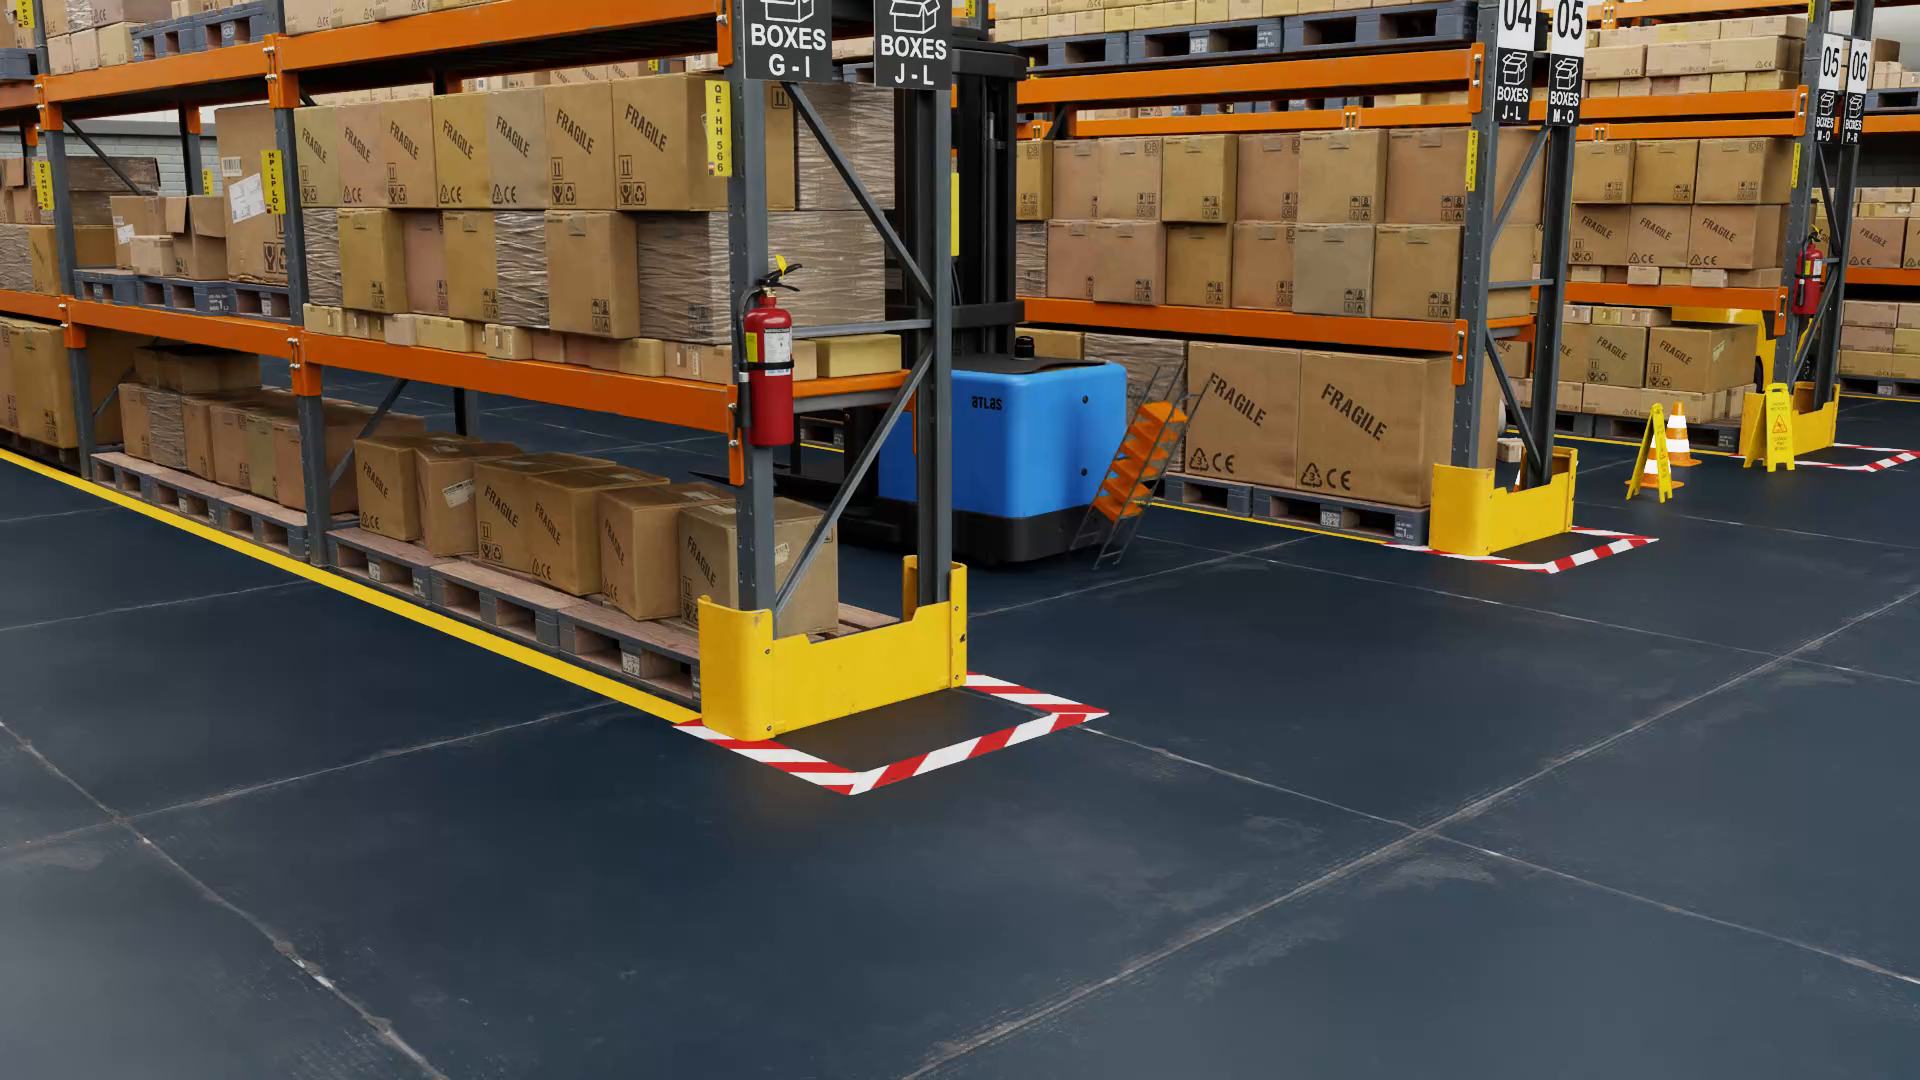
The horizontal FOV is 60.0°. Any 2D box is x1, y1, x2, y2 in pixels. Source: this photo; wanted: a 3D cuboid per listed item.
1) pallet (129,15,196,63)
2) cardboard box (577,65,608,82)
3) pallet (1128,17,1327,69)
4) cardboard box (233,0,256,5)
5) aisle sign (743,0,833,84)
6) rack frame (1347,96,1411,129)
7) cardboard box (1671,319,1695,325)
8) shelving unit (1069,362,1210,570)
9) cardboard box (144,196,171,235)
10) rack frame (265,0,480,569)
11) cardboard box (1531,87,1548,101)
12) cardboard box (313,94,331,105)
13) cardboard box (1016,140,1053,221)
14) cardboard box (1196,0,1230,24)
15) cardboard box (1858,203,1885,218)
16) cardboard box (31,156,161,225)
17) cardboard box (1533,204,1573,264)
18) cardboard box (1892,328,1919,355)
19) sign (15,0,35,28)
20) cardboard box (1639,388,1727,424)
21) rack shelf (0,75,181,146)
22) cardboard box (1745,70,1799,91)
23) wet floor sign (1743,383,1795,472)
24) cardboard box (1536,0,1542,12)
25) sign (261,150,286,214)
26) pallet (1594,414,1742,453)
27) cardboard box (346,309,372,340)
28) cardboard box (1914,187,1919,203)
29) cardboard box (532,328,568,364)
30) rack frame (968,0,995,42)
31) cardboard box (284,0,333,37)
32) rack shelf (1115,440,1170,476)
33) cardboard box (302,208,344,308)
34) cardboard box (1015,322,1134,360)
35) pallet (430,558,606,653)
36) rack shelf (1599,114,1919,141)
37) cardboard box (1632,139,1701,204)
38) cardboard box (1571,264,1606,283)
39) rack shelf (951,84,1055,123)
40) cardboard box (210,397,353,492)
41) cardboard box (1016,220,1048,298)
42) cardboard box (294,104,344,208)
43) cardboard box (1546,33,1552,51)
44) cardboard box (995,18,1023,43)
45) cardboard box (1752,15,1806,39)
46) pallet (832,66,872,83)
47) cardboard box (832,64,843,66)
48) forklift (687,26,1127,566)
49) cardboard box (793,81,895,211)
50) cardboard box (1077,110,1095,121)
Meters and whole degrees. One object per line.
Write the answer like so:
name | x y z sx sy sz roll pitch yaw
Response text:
pallet | -4.265 -3.020 10.166 1.213 0.211 1.003 -11 16 -43
cardboard box | -3.235 -4.284 15.589 0.500 0.500 0.500 -11 16 -43
pallet | 1.856 -3.190 10.746 1.003 0.211 1.213 -11 16 -43
cardboard box | -3.919 -3.119 9.474 0.396 0.266 0.258 -10 15 -41
aisle sign | -0.609 -2.025 5.865 0.394 0.787 0.004 -11 16 -43
rack frame | 3.970 -2.767 15.910 1.000 3.000 0.127 -11 16 -43
cardboard box | 5.994 -1.645 14.379 0.500 0.500 0.500 11 16 43
shelving unit | 0.958 -0.390 8.957 0.189 1.200 0.258 41 33 28
cardboard box | -5.100 -2.084 11.305 0.700 0.500 0.500 -8 14 -34
rack frame | -3.197 -1.386 9.207 1.000 3.000 0.127 -11 16 -43
cardboard box | 5.074 -3.808 14.152 0.380 0.149 0.250 -11 16 -42
cardboard box | -7.351 -5.278 19.797 0.500 0.250 0.500 -11 16 -43
cardboard box | 0.690 -2.607 12.082 0.875 0.550 0.550 -11 16 -43
cardboard box | 1.695 -3.304 10.414 0.380 0.149 0.250 -11 16 -42
cardboard box | 9.382 -3.371 16.987 0.380 0.149 0.250 -11 16 -43
cardboard box | -6.453 -2.620 12.459 0.797 0.503 0.637 -10 15 -41
cardboard box | 5.137 -2.643 14.321 0.500 0.500 0.500 -11 16 -42
cardboard box | 9.758 -2.007 16.755 0.500 0.250 0.500 -11 16 -43
sign | -6.367 -3.655 11.309 0.100 0.325 0.005 -11 16 -43
cardboard box | 5.963 -1.127 13.720 0.500 0.250 0.500 -11 16 -43
rack shelf | -7.341 -3.379 13.228 1.077 0.370 4.000 -11 16 -43
cardboard box | 6.284 -3.543 12.863 0.380 0.149 0.250 -11 16 -42
wet floor sign | 6.090 -0.854 12.456 0.267 0.644 0.232 -5 13 -23
cardboard box | 3.217 -3.175 9.787 0.380 0.149 0.250 -11 16 -42
sign | -3.596 -1.876 8.713 0.100 0.325 0.005 -11 16 -43
pallet | 6.145 -0.952 14.011 1.003 0.211 1.213 -11 16 -43
cardboard box | -2.910 -1.119 8.533 0.380 0.149 0.250 -11 16 -43
cardboard box | 9.727 -3.443 16.596 0.380 0.149 0.250 -11 16 -42
cardboard box | -1.656 -0.873 7.336 0.380 0.149 0.250 -11 16 -43
rack frame | 0.460 -5.001 11.885 1.000 3.000 0.127 -11 16 -43
cardboard box | -3.072 -2.681 8.428 0.500 0.250 0.500 11 16 43
rack shelf | 0.985 -0.450 8.921 0.180 0.103 0.258 41 33 28
cardboard box | -2.931 -1.507 8.807 0.875 0.500 0.500 -11 16 -43
cardboard box | 0.844 -1.126 12.170 0.875 0.875 0.875 -11 16 -42
pallet | -1.861 0.250 8.173 1.003 0.211 1.213 -11 16 -43
rack shelf | 8.939 -4.285 17.624 1.077 0.370 4.000 -11 16 -43
cardboard box | 5.878 -2.987 13.514 0.700 0.500 0.500 -11 16 -42
cardboard box | 5.386 -2.262 14.081 0.380 0.149 0.250 -11 16 -43
rack shelf | -0.921 -3.472 13.677 1.077 0.370 4.000 -11 16 -43
cardboard box | -4.308 -0.624 10.611 0.500 0.500 0.700 10 15 40
cardboard box | 0.723 -2.084 12.222 0.875 0.550 0.550 -11 16 -43
cardboard box | -3.070 -1.970 8.576 0.500 0.500 0.500 -11 16 -43
cardboard box | 5.085 -4.197 14.063 0.380 0.149 0.250 -10 16 -41
cardboard box | 0.465 -3.563 11.673 0.380 0.149 0.250 -11 16 -43
cardboard box | 6.285 -3.929 12.759 0.380 0.149 0.250 -11 16 -42
pallet | -1.045 -3.774 13.830 1.003 0.211 1.213 -10 15 -40
cardboard box | -1.261 -4.042 13.598 0.500 0.311 0.500 -11 16 -44
forklift | -0.465 -1.520 10.027 3.031 2.935 1.130 10 16 41
cardboard box | -0.618 -1.605 6.807 0.500 0.500 0.500 -11 16 -43
cardboard box | 1.479 -4.648 17.936 0.396 0.266 0.258 -11 16 -43
